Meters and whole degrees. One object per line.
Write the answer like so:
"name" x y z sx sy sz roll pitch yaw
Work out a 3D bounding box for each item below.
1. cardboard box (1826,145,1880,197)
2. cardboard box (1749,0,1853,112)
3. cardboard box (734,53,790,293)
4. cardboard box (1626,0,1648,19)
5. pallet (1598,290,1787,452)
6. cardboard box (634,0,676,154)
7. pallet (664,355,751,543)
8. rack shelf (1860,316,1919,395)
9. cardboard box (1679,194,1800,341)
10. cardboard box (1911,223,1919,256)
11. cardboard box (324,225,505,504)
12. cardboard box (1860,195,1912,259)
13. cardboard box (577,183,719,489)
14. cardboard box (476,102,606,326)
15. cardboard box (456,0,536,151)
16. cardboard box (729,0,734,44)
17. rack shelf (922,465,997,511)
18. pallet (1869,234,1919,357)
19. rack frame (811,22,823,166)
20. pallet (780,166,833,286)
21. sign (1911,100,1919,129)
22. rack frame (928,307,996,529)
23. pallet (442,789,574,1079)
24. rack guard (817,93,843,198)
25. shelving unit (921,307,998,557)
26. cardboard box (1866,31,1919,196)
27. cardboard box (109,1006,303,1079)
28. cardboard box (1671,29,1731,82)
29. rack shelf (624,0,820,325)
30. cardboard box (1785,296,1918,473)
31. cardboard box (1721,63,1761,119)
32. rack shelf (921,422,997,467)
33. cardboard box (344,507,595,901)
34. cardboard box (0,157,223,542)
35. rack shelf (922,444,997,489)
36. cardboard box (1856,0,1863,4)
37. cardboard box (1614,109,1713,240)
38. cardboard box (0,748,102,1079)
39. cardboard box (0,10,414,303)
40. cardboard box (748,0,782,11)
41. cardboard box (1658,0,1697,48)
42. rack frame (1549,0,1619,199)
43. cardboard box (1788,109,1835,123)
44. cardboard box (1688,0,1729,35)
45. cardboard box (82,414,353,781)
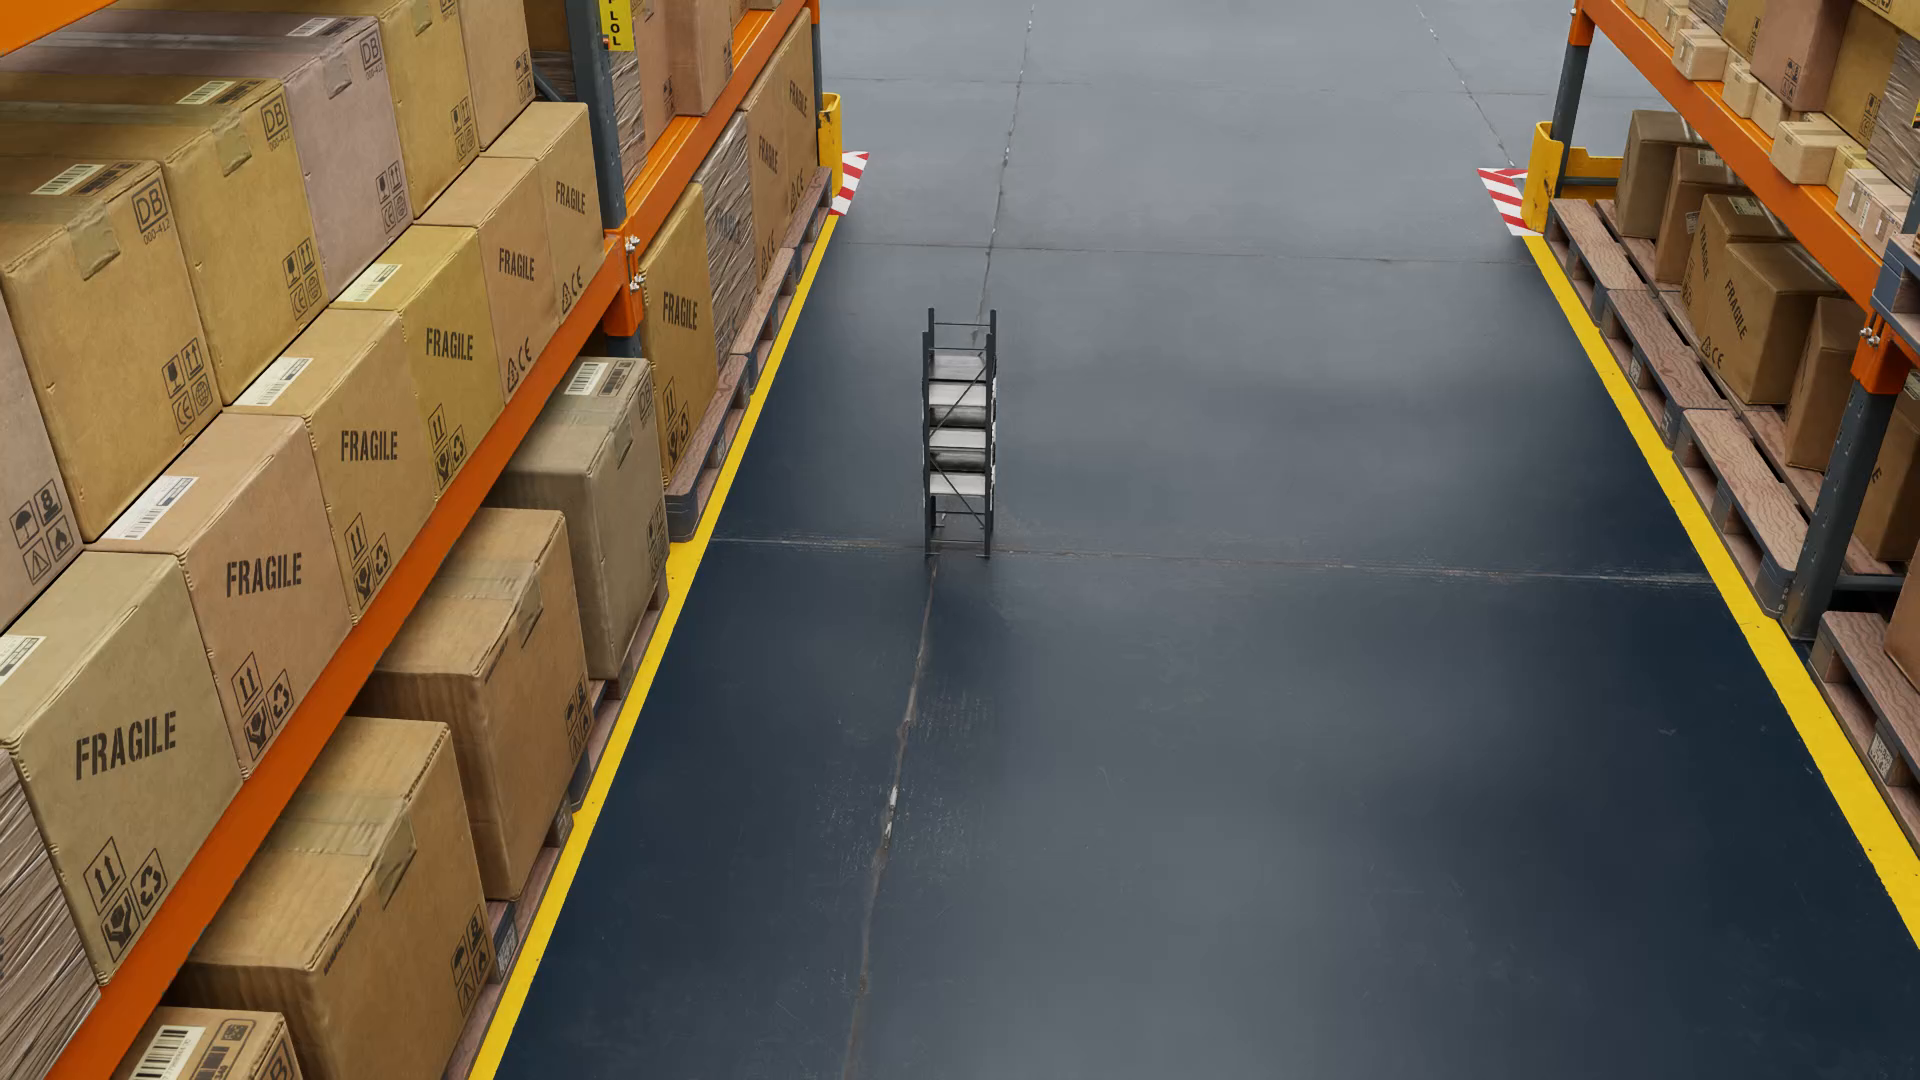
"cardboard box" 3.176 -1.216 5.603 0.380 0.149 0.250 2 32 4
"cardboard box" 3.456 -1.867 6.042 0.875 0.500 0.500 2 32 4
"cardboard box" -1.327 -1.752 7.859 0.875 0.875 0.875 2 32 3
"cardboard box" 3.332 -2.525 7.728 0.380 0.149 0.250 2 32 4
"pallet" 3.458 -0.745 7.257 1.003 0.211 1.213 2 32 4
"cardboard box" -1.553 -1.750 6.088 0.875 0.550 0.550 2 32 4
"pallet" -1.454 -0.411 6.716 1.003 0.211 1.213 2 32 4
"rack shelf" 3.179 0.413 3.407 1.077 0.370 4.000 2 32 4
"cardboard box" 3.516 -1.179 7.287 0.500 0.500 0.500 5 32 9
"cardboard box" 3.138 -0.964 3.983 1.000 1.000 1.000 3 32 4
"cardboard box" -1.452 -0.434 4.000 0.500 0.500 0.500 3 32 5
"cardboard box" 3.066 -0.957 5.184 0.380 0.149 0.250 2 32 4
"cardboard box" -1.472 -0.804 6.321 0.875 0.875 0.875 3 32 5
"cardboard box" -1.369 -0.962 4.857 0.500 0.500 0.500 2 32 4
"cardboard box" -1.628 -1.412 4.635 0.700 0.500 0.500 2 32 3
"cardboard box" -1.448 -2.309 6.994 0.875 0.550 0.500 2 32 4
"rack shelf" -0.001 -0.197 6.119 0.258 0.077 0.200 2 32 4
"pallet" 3.135 -0.464 4.327 1.003 0.211 1.213 2 32 4
"rack frame" -1.268 -3.296 8.739 1.000 3.000 0.127 2 32 4
"pallet" -1.255 -1.687 8.787 1.003 0.211 1.213 2 32 4
"sign" 2.800 -1.327 4.719 0.100 0.325 0.005 2 32 4
"rack frame" 0.008 -0.432 6.093 0.240 0.900 0.006 2 32 4
"pallet" -1.678 1.029 4.378 1.003 0.211 1.213 2 32 4
"rack guard" -1.266 -2.244 9.415 1.175 0.500 0.348 2 32 4
"shelving unit" -0.001 -0.379 6.007 0.258 0.900 0.210 2 32 4
"cardboard box" 3.440 -1.341 5.189 0.875 0.500 0.500 2 32 4
"cardboard box" -1.780 1.352 2.941 1.050 0.750 0.750 2 32 3
"cardboard box" 3.188 -2.005 6.884 0.380 0.149 0.250 2 32 4
"rack shelf" -1.431 -1.944 7.231 1.077 0.370 4.000 2 32 4
"cardboard box" 3.453 -0.561 6.284 0.500 0.500 0.500 13 34 19
"cardboard box" 3.203 -1.741 6.456 0.380 0.149 0.250 2 32 4
"rack shelf" -0.001 -0.350 6.025 0.258 0.077 0.200 2 32 4
"cardboard box" -1.637 0.408 4.474 1.050 0.750 0.750 2 32 4
"cardboard box" -1.793 -0.348 2.907 0.700 0.500 0.500 2 32 3
"rack shelf" -0.001 -0.274 6.072 0.258 0.077 0.200 2 32 4
"cardboard box" 3.144 -2.043 5.374 0.500 0.500 0.500 2 32 4
"cardboard box" 3.600 -1.820 8.326 0.500 0.500 0.500 8 33 13
"cardboard box" -1.613 0.622 2.287 0.500 0.500 0.500 3 32 5
"cardboard box" -1.709 -0.879 3.769 0.700 0.500 0.500 3 32 4
"cardboard box" -1.276 -2.875 7.913 0.875 0.550 0.550 2 32 4
"cardboard box" 3.305 -2.263 7.303 0.380 0.149 0.250 2 32 4
"rack frame" 3.668 -3.031 8.309 1.000 3.000 0.127 2 32 4
"cardboard box" 3.238 -1.476 6.026 0.380 0.149 0.250 2 32 4
"cardboard box" 3.591 -2.388 6.886 0.875 0.500 0.500 2 32 4
"cardboard box" -1.533 0.092 3.146 0.500 0.500 0.500 2 32 4
